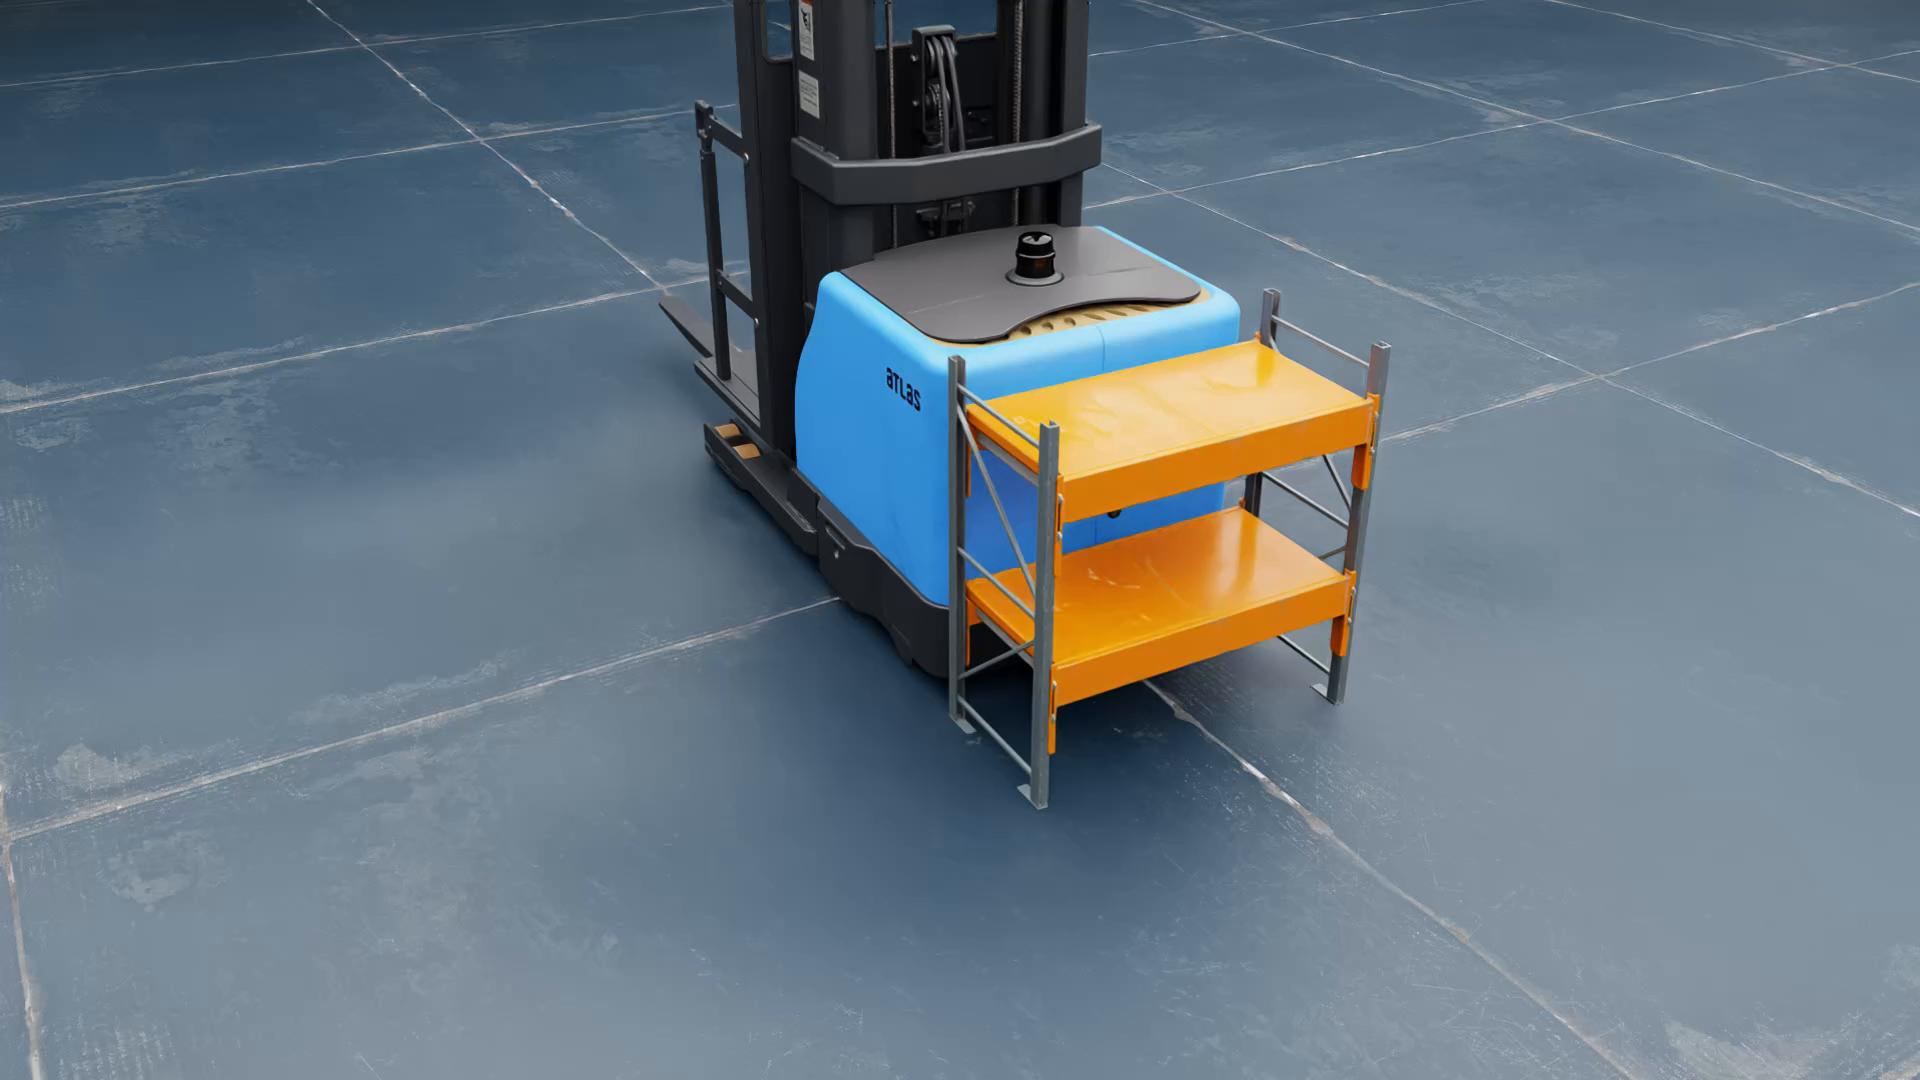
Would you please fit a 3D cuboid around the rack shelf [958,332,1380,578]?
[{"bbox_3d":[0.547,-0.253,4.439,1.000,0.278,0.538,-15,32,-25],"label":"rack shelf"}]

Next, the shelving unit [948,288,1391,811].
[{"bbox_3d":[0.547,0.003,4.580,1.048,1.125,0.538,-15,32,-25],"label":"shelving unit"}]

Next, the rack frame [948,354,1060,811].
[{"bbox_3d":[0.102,0.122,4.366,0.032,1.125,0.500,-15,32,-25],"label":"rack frame"}]

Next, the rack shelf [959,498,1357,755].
[{"bbox_3d":[0.547,0.217,4.698,1.000,0.278,0.538,-15,32,-25],"label":"rack shelf"}]

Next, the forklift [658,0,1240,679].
[{"bbox_3d":[-0.301,-1.560,5.543,1.130,2.935,3.031,-14,32,-24],"label":"forklift"}]

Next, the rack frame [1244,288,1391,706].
[{"bbox_3d":[0.993,-0.115,4.795,0.032,1.125,0.500,-15,32,-25],"label":"rack frame"}]
